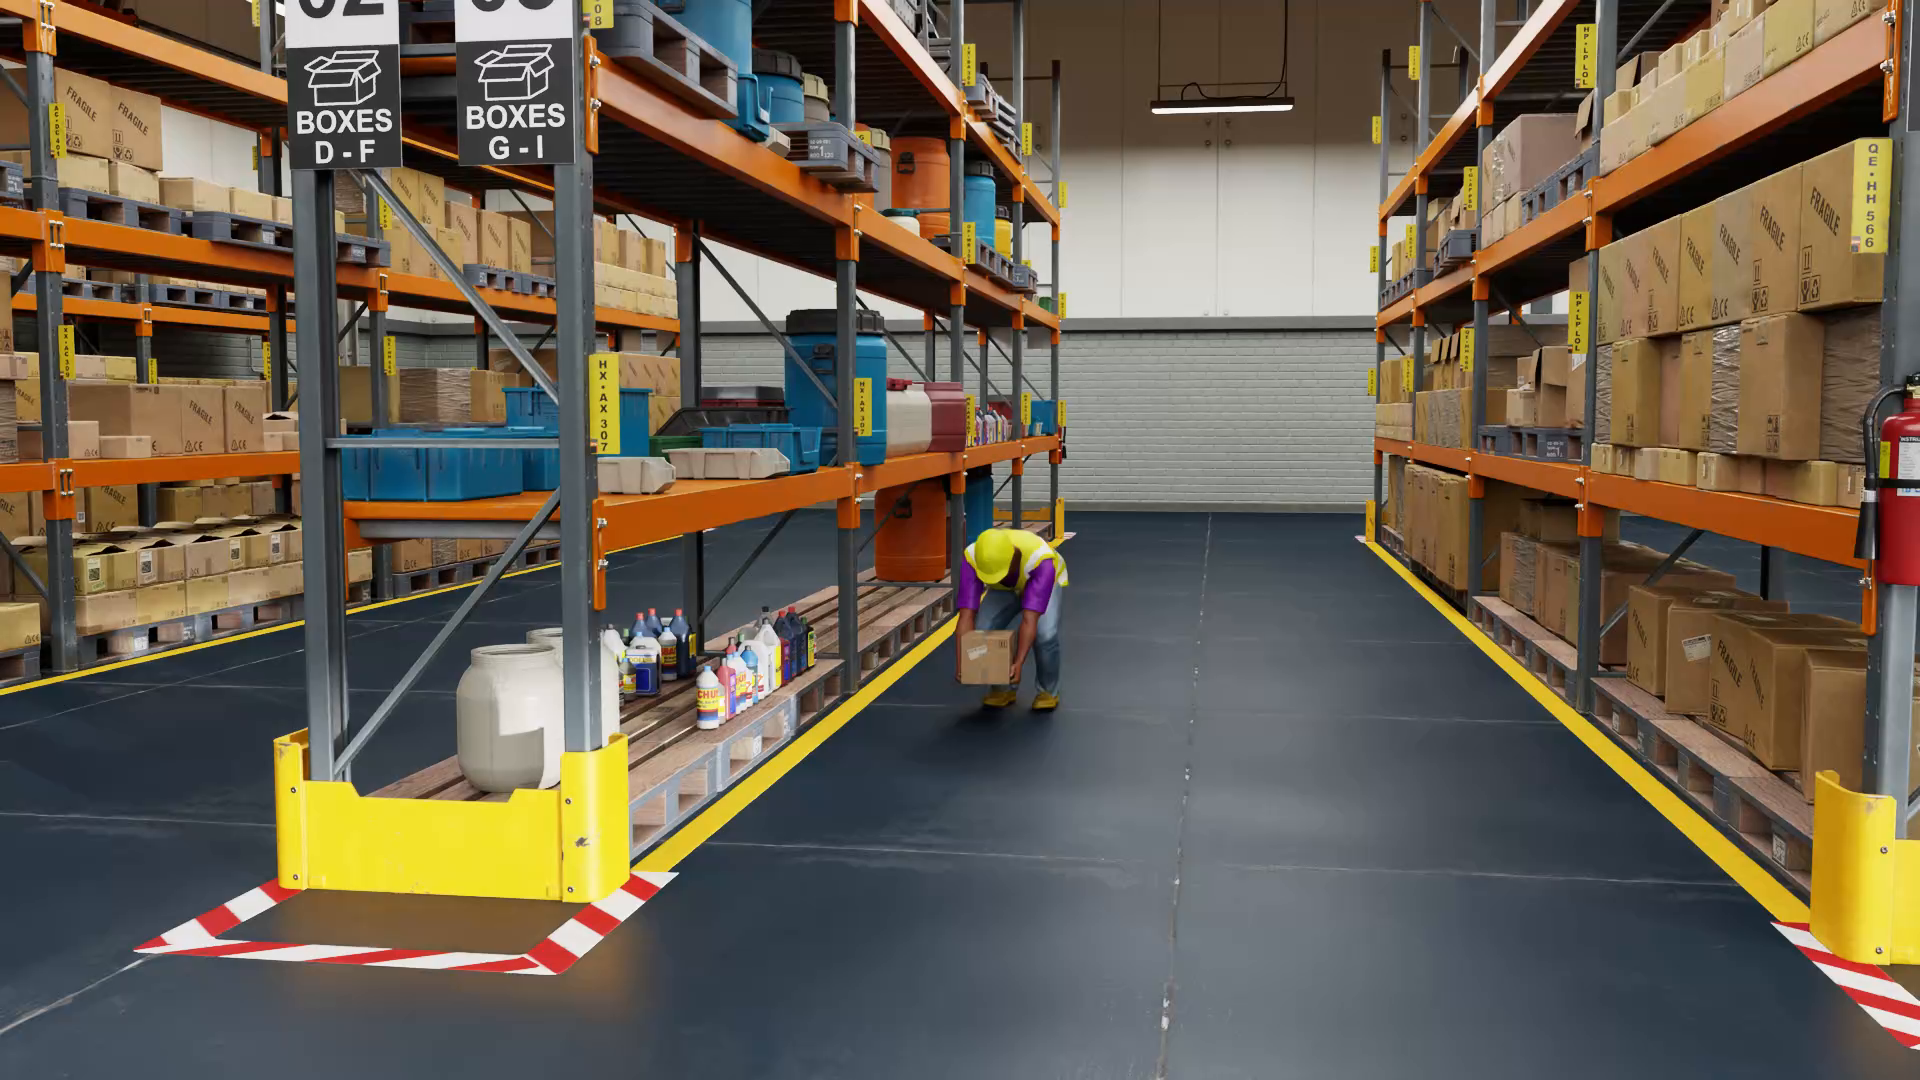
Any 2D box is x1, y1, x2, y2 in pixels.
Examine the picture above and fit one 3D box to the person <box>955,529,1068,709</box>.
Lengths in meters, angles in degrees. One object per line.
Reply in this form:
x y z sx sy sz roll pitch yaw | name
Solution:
0.293 0.420 8.944 0.523 1.014 0.960 2 5 21 | person
